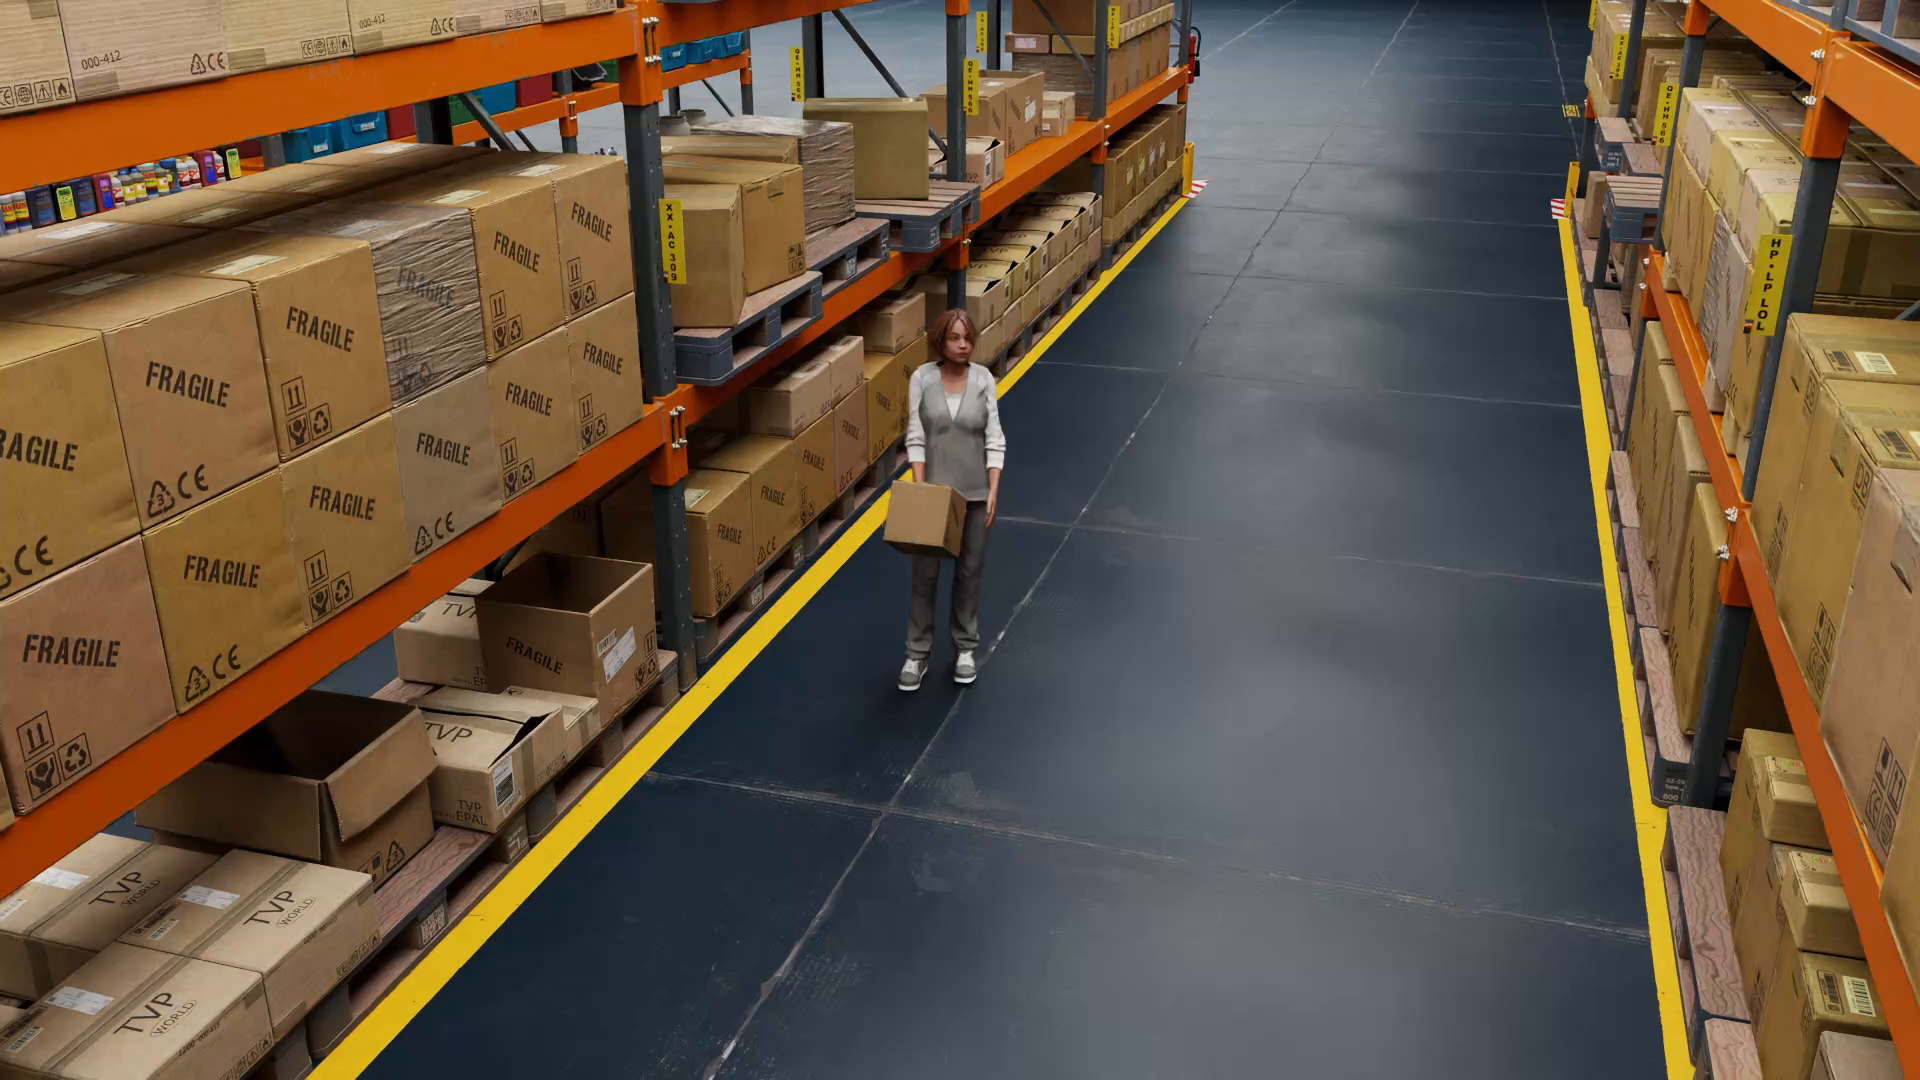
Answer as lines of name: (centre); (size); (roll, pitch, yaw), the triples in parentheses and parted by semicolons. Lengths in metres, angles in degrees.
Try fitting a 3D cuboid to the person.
person: (-0.048, -0.158, 6.973); (0.480, 1.601, 0.438); (-3, 23, -8)
